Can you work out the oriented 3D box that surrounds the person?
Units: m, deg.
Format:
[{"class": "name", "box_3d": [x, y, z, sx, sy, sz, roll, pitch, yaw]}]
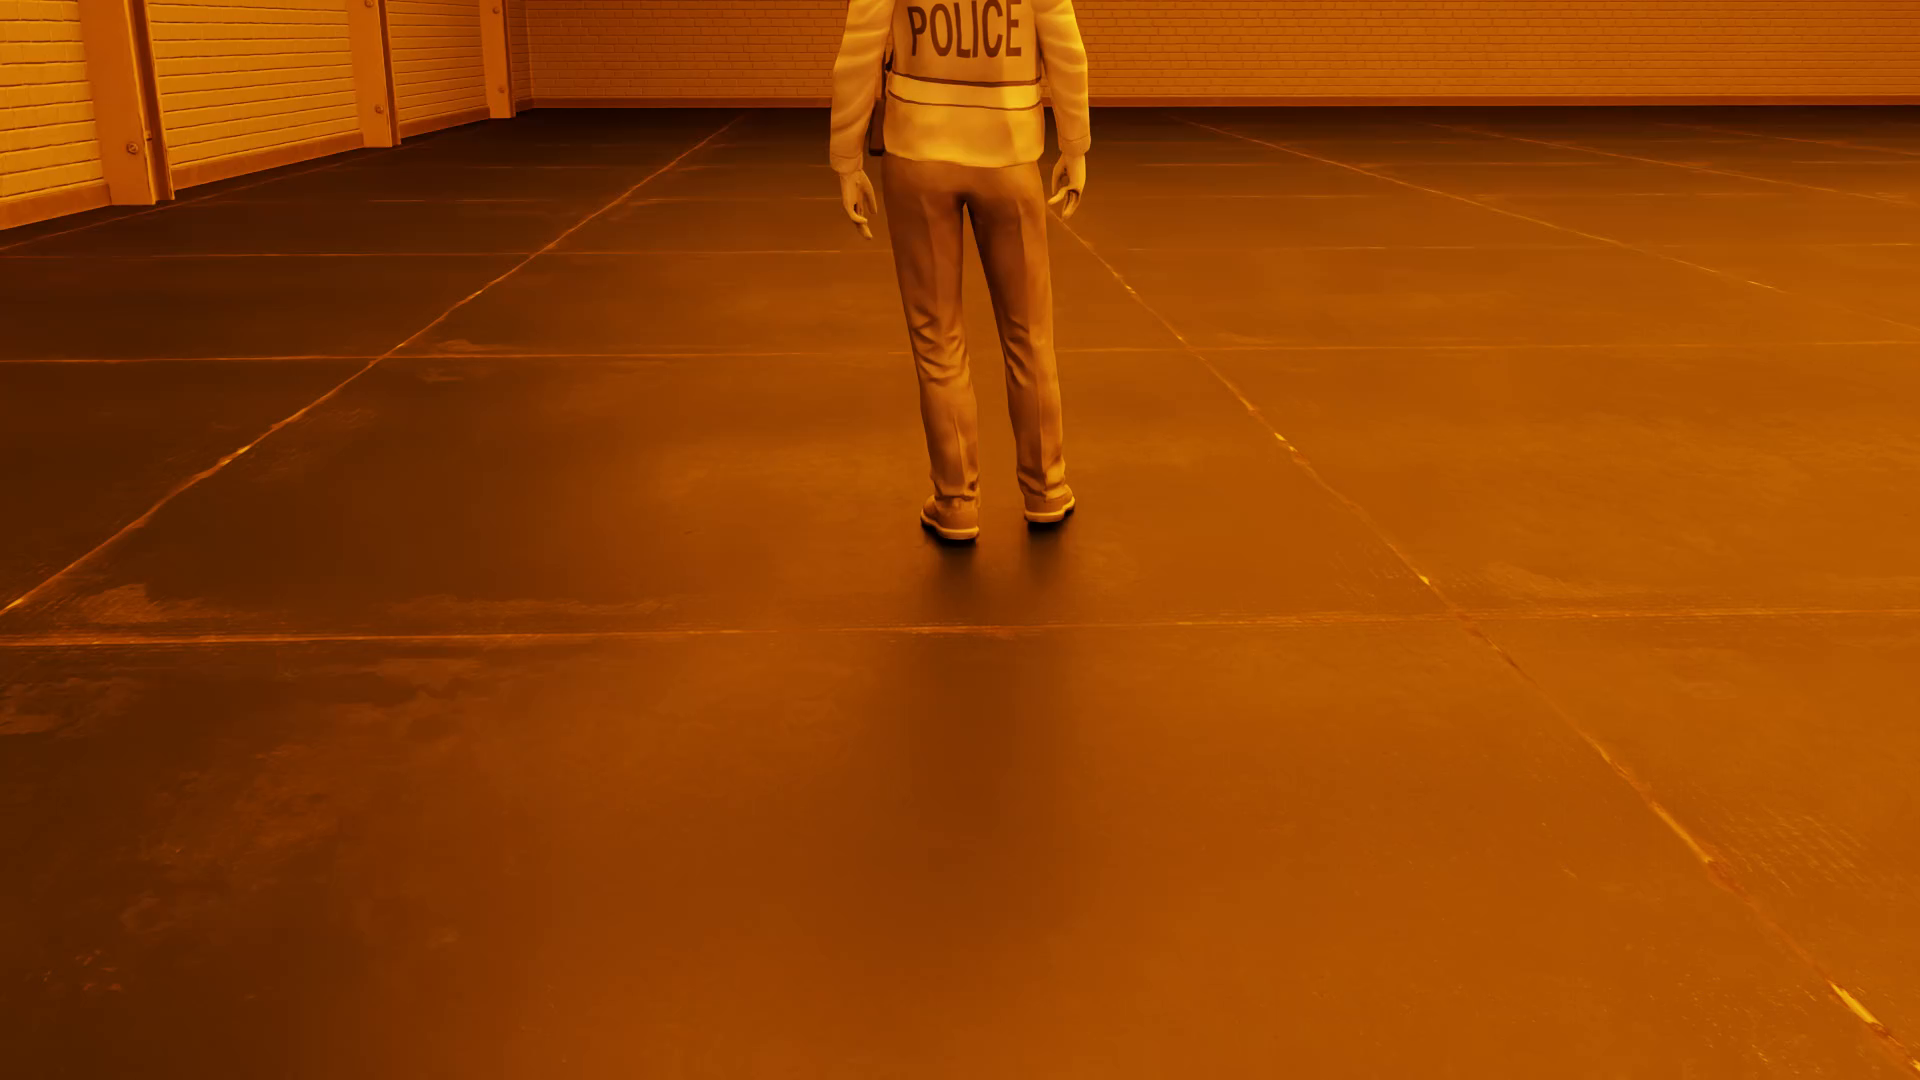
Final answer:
[{"class": "person", "box_3d": [0.003, -0.837, 3.734, 0.587, 1.695, 0.531, -1, 17, -3]}]
